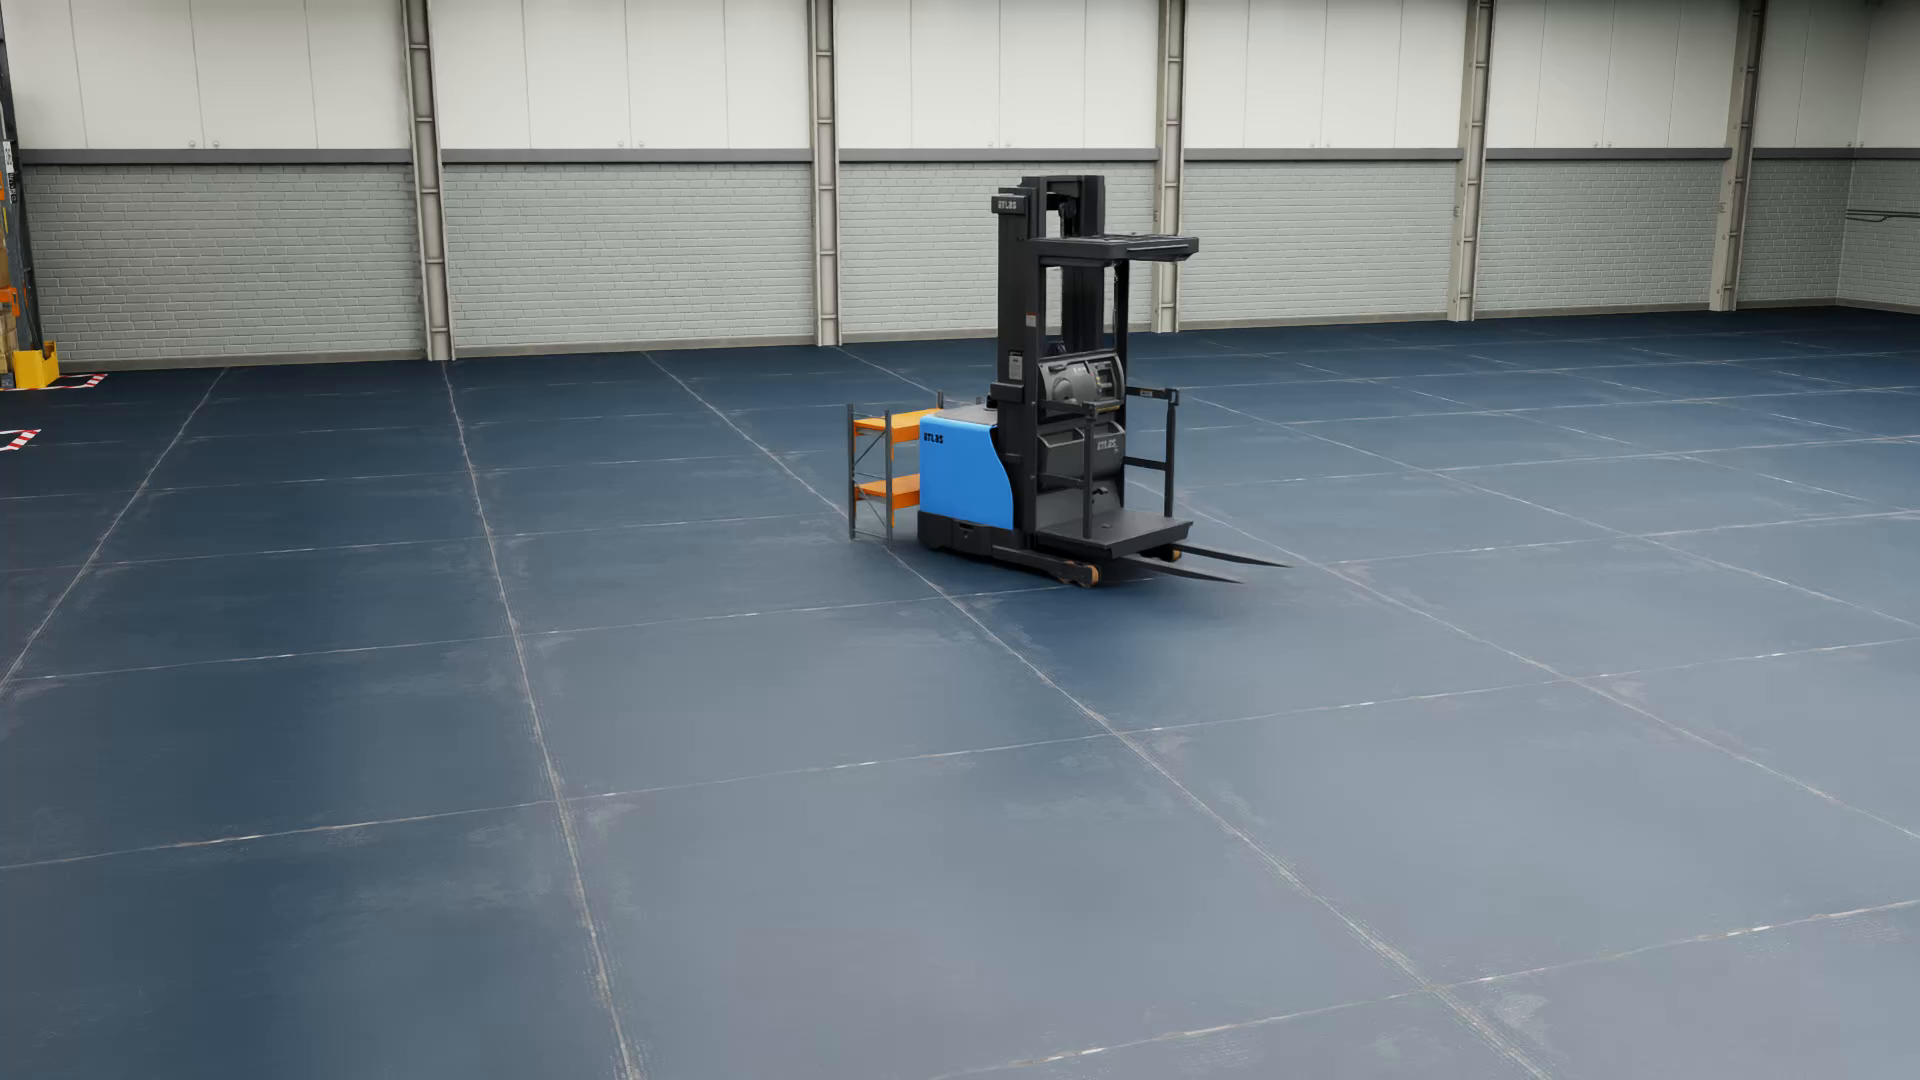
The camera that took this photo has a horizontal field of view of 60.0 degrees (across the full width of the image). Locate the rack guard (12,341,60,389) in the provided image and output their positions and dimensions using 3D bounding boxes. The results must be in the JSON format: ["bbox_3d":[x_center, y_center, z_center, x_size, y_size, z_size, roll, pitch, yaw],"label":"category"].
[{"bbox_3d":[-12.546,-2.384,22.584,0.348,0.500,1.175,-4,14,-18],"label":"rack guard"}]

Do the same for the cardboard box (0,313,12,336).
[{"bbox_3d":[-12.906,-2.849,22.011,0.500,0.250,0.500,-4,14,-16],"label":"cardboard box"}]

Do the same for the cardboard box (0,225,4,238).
[{"bbox_3d":[-12.955,-4.129,22.259,0.250,0.149,0.380,-5,14,-19],"label":"cardboard box"}]

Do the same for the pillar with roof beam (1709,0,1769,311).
[{"bbox_3d":[16.290,-7.933,27.547,0.400,9.000,9.100,-4,14,-18],"label":"pillar with roof beam"}]

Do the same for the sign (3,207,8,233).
[{"bbox_3d":[-12.409,-4.157,21.622,0.005,0.325,0.100,-4,14,-18],"label":"sign"}]

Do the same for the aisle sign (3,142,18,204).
[{"bbox_3d":[-12.413,-4.803,21.736,0.004,0.787,0.394,-4,14,-18],"label":"aisle sign"}]

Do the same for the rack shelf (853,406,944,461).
[{"bbox_3d":[-0.365,-0.885,13.666,1.000,0.278,0.538,-13,19,-43],"label":"rack shelf"}]

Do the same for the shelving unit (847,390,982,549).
[{"bbox_3d":[-0.365,-0.600,13.734,1.048,1.125,0.538,-13,19,-43],"label":"shelving unit"}]

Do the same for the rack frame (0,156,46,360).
[{"bbox_3d":[-12.569,-3.598,22.288,0.127,3.000,1.000,-4,14,-18],"label":"rack frame"}]

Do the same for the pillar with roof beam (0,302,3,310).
[{"bbox_3d":[-12.143,-5.719,18.239,0.400,9.000,9.100,-4,14,-18],"label":"pillar with roof beam"}]

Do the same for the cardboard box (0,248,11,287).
[{"bbox_3d":[-13.127,-3.671,22.378,0.500,0.500,0.500,-4,14,-16],"label":"cardboard box"}]

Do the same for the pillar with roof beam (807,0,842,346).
[{"bbox_3d":[-0.770,-6.604,21.962,0.400,9.000,9.100,-4,14,-18],"label":"pillar with roof beam"}]

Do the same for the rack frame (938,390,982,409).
[{"bbox_3d":[-0.004,-0.683,14.082,0.032,1.125,0.500,-13,19,-43],"label":"rack frame"}]

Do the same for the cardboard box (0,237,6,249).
[{"bbox_3d":[-12.973,-3.994,22.335,0.250,0.149,0.380,-5,14,-20],"label":"cardboard box"}]

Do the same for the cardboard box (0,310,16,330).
[{"bbox_3d":[-13.085,-2.957,22.467,0.500,0.250,0.500,-5,14,-19],"label":"cardboard box"}]

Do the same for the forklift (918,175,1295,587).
[{"bbox_3d":[1.076,-1.213,12.410,3.031,2.935,1.130,12,18,42],"label":"forklift"}]

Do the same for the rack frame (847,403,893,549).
[{"bbox_3d":[-0.726,-0.517,13.385,0.032,1.125,0.500,-13,19,-43],"label":"rack frame"}]

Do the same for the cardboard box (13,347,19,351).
[{"bbox_3d":[-13.097,-2.471,22.585,0.500,0.250,0.500,-4,14,-18],"label":"cardboard box"}]

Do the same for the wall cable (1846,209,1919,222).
[{"bbox_3d":[18.131,-7.294,31.571,0.112,2.526,3.097,-4,14,-18],"label":"wall cable"}]

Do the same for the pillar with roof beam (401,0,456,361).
[{"bbox_3d":[-6.457,-6.162,20.101,0.400,9.000,9.100,-4,14,-18],"label":"pillar with roof beam"}]

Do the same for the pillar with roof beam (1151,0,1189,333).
[{"bbox_3d":[4.917,-7.047,23.824,0.400,9.000,9.100,-4,14,-18],"label":"pillar with roof beam"}]

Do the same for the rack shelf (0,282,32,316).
[{"bbox_3d":[-14.464,-3.101,21.750,4.000,0.370,1.077,-4,14,-18],"label":"rack shelf"}]

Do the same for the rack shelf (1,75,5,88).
[{"bbox_3d":[-14.464,-5.825,21.102,4.000,0.370,1.077,-4,14,-18],"label":"rack shelf"}]

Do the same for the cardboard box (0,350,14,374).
[{"bbox_3d":[-12.913,-2.361,22.120,0.500,0.250,0.500,-4,14,-18],"label":"cardboard box"}]

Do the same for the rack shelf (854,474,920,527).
[{"bbox_3d":[-0.365,-0.362,13.790,1.000,0.278,0.538,-13,19,-43],"label":"rack shelf"}]

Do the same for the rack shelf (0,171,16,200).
[{"bbox_3d":[-14.464,-4.560,21.403,4.000,0.370,1.077,-4,14,-18],"label":"rack shelf"}]

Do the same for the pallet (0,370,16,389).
[{"bbox_3d":[-13.280,-2.176,22.334,1.213,0.211,1.003,-4,14,-18],"label":"pallet"}]

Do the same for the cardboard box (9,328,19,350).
[{"bbox_3d":[-13.081,-2.719,22.545,0.500,0.250,0.500,-4,14,-17],"label":"cardboard box"}]

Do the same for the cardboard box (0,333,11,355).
[{"bbox_3d":[-12.930,-2.603,22.060,0.500,0.250,0.500,-5,14,-19],"label":"cardboard box"}]

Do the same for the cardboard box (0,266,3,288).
[{"bbox_3d":[-12.952,-3.553,21.881,0.500,0.500,0.500,-5,14,-19],"label":"cardboard box"}]

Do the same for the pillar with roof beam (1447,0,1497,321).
[{"bbox_3d":[10.603,-7.490,25.686,0.400,9.000,9.100,-4,14,-18],"label":"pillar with roof beam"}]

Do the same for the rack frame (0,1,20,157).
[{"bbox_3d":[-12.569,-6.517,21.593,0.127,3.000,1.000,-4,14,-18],"label":"rack frame"}]
